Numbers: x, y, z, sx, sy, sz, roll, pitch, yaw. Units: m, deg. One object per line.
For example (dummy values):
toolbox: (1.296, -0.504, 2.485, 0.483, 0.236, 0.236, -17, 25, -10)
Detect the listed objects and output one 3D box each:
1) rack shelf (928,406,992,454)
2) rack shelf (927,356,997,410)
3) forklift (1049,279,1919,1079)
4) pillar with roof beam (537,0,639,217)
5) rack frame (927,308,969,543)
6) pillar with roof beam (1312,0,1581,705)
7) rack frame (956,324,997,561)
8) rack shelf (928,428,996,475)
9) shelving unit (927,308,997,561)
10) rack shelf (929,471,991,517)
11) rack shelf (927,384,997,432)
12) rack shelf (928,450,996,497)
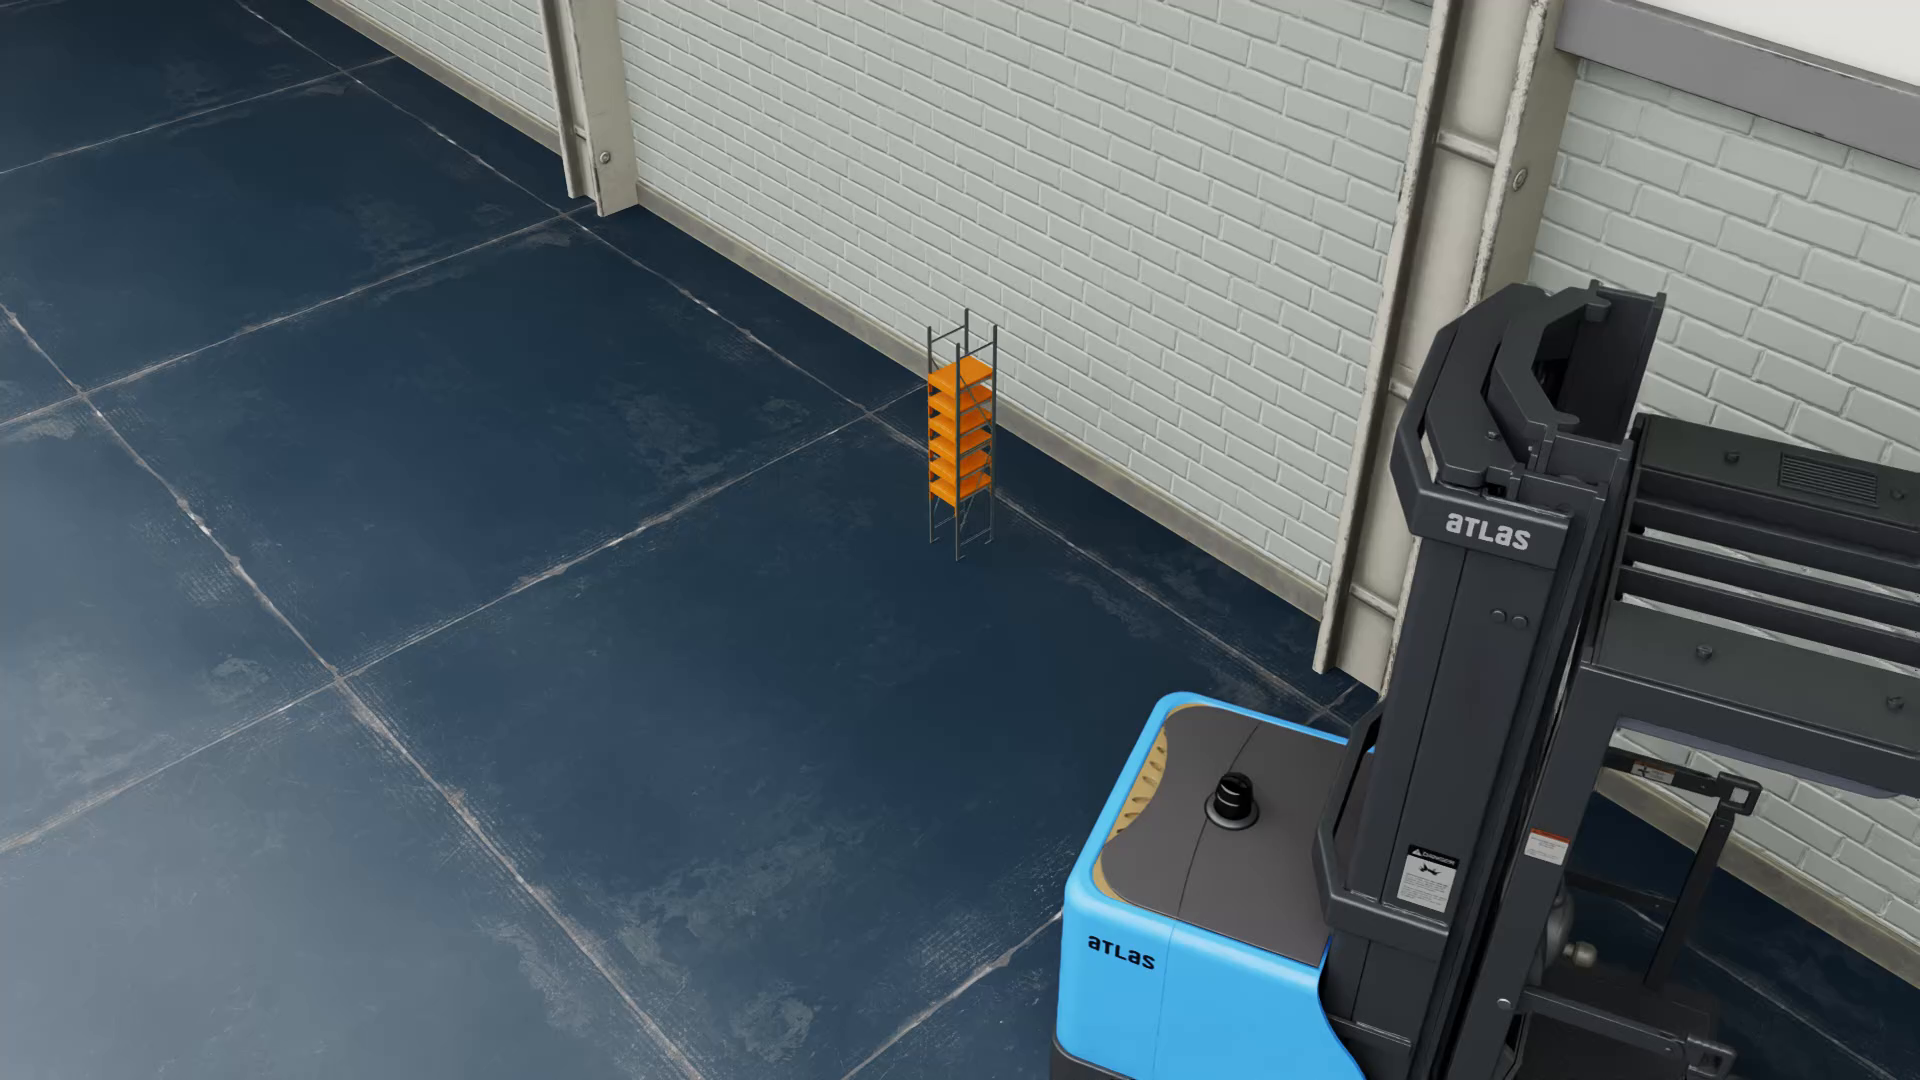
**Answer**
rack shelf: (0.010, -0.519, 7.525, 0.258, 0.103, 0.180, -30, 48, -32)
rack shelf: (0.010, -0.706, 7.374, 0.258, 0.103, 0.180, -30, 48, -32)
forklift: (1.864, 0.843, 4.581, 3.031, 2.935, 1.130, 16, 41, 18)
pillar with roof beam: (-5.446, -3.862, 5.578, 9.100, 9.000, 0.400, -30, 48, -32)
rack frame: (-0.052, -0.502, 7.625, 0.240, 1.200, 0.006, -30, 48, -32)
pillar with roof beam: (-1.388, -1.085, 2.140, 9.100, 9.000, 0.400, -30, 48, -32)
rack frame: (0.072, -0.418, 7.520, 0.240, 1.200, 0.006, -30, 48, -32)
rack shelf: (0.010, -0.426, 7.600, 0.258, 0.103, 0.180, -30, 48, -32)
shelving unit: (0.010, -0.460, 7.573, 0.258, 1.200, 0.189, -30, 48, -32)
rack shelf: (0.010, -0.239, 7.751, 0.258, 0.103, 0.180, -30, 48, -32)
rack shelf: (0.010, -0.612, 7.450, 0.258, 0.103, 0.180, -30, 48, -32)
rack shelf: (0.010, -0.332, 7.676, 0.258, 0.103, 0.180, -30, 48, -32)
